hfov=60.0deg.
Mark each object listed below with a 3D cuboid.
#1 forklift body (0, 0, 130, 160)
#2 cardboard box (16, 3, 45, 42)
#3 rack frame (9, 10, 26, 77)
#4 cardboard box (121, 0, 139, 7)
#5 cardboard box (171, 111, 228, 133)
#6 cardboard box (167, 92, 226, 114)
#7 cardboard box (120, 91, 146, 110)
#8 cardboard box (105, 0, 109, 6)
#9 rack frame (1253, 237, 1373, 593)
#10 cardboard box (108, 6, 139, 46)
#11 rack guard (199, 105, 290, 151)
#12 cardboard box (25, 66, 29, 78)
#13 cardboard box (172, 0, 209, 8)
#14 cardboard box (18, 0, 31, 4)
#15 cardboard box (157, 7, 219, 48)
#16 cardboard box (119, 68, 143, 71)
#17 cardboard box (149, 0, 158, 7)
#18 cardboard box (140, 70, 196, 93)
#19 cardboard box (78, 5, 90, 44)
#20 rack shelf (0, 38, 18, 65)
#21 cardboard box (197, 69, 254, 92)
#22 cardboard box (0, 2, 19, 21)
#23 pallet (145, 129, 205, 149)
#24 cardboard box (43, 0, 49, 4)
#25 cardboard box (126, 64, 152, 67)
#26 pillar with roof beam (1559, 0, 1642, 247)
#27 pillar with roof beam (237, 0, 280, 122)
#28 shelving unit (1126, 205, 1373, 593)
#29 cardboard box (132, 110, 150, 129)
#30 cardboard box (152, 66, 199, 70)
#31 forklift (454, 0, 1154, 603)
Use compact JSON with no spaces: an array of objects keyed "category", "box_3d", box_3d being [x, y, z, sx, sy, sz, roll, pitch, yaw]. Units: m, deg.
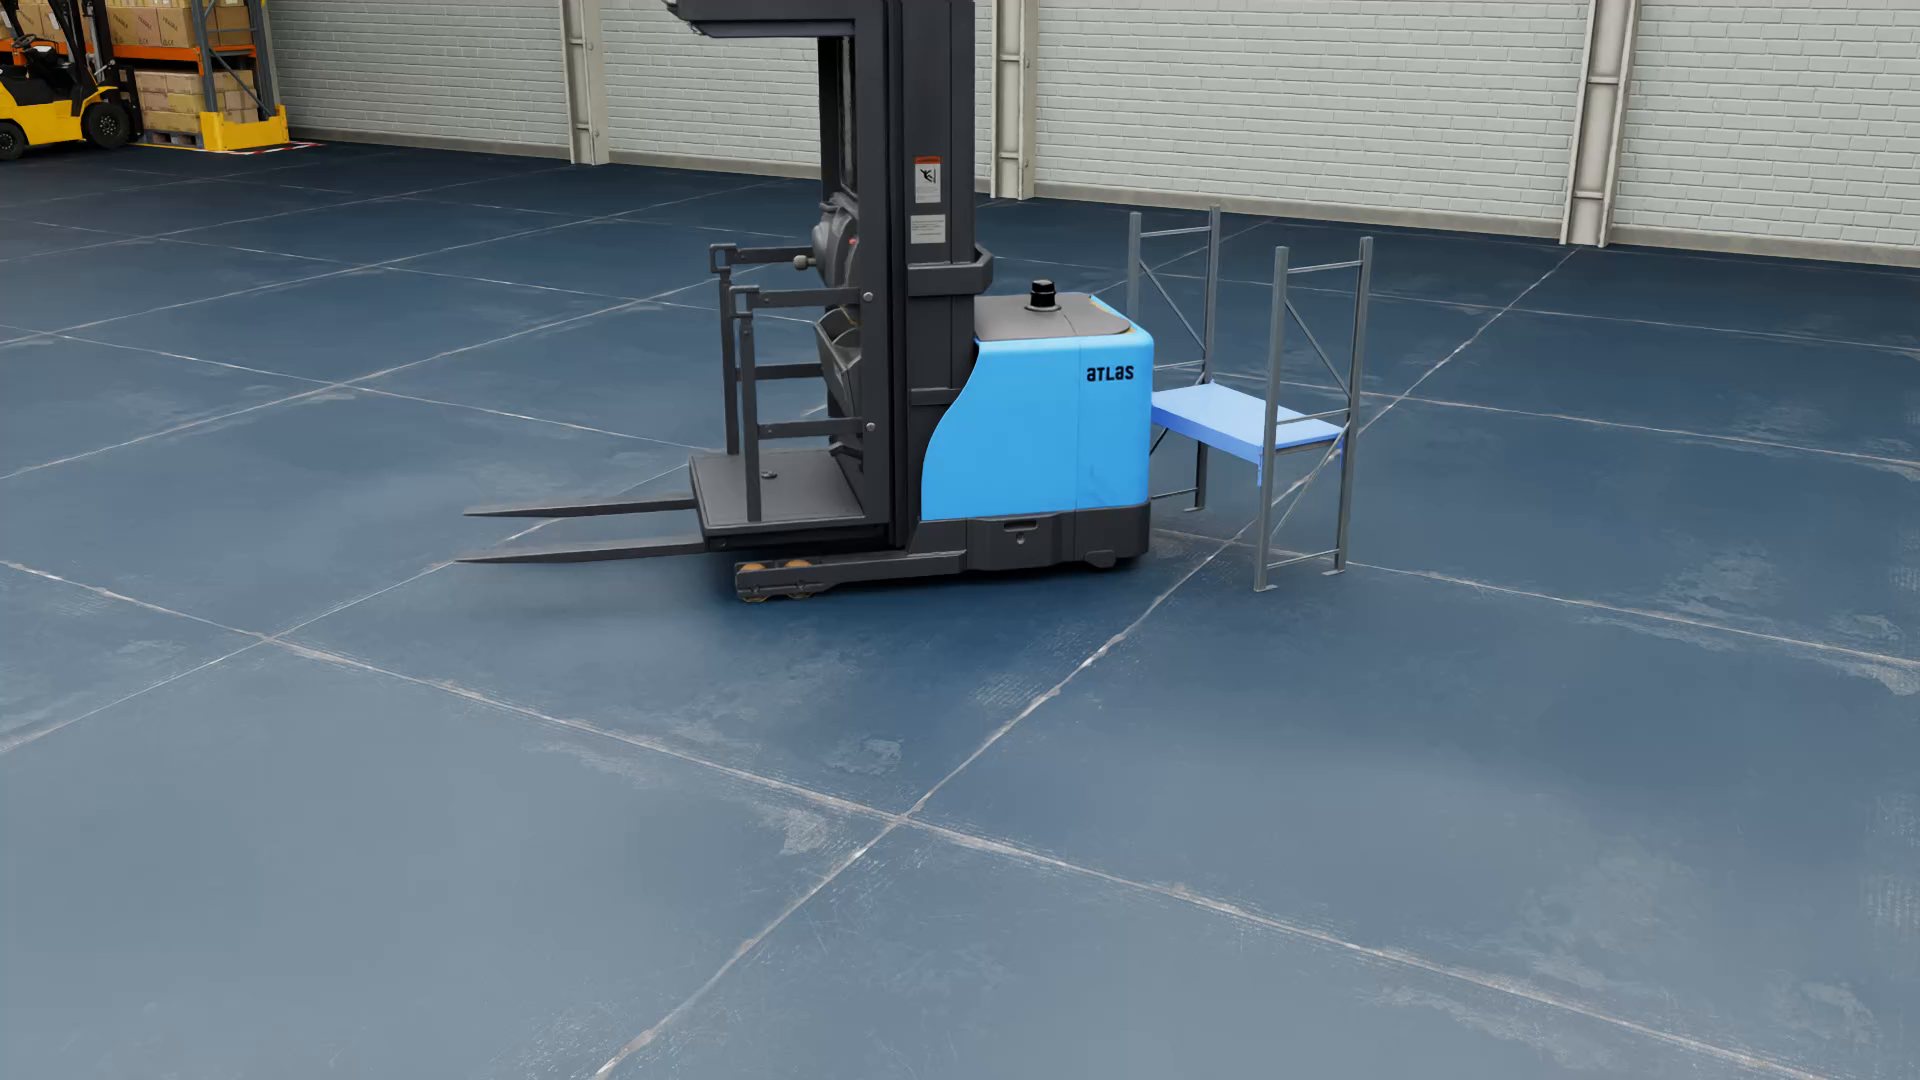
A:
[{"category":"forklift body","box_3d":[-12.275,-6.159,21.689,1.214,2.155,2.313,11,23,27]},{"category":"cardboard box","box_3d":[-12.962,-7.346,23.571,0.500,0.500,0.500,10,22,26]},{"category":"rack frame","box_3d":[-13.222,-7.451,24.006,0.127,3.000,1.000,11,23,27]},{"category":"cardboard box","box_3d":[-11.070,-7.282,22.442,0.250,0.149,0.380,10,22,26]},{"category":"cardboard box","box_3d":[-10.294,-5.674,22.525,0.500,0.250,0.500,11,23,28]},{"category":"cardboard box","box_3d":[-10.307,-5.913,22.451,0.500,0.250,0.500,10,22,27]},{"category":"cardboard box","box_3d":[-11.201,-6.079,22.909,0.500,0.250,0.500,10,22,26]},{"category":"cardboard box","box_3d":[-11.475,-7.386,22.730,0.250,0.149,0.380,11,22,27]},{"category":"rack frame","box_3d":[1.504,-0.522,7.104,0.500,1.500,0.032,-11,23,-28]},{"category":"cardboard box","box_3d":[-11.183,-7.010,22.645,0.500,0.500,0.500,10,22,26]},{"category":"rack guard","box_3d":[-9.709,-5.606,22.587,0.348,0.500,1.175,11,23,27]},{"category":"cardboard box","box_3d":[-12.952,-6.652,23.753,0.500,0.250,0.500,10,22,26]},{"category":"cardboard box","box_3d":[-10.169,-7.112,21.973,0.250,0.149,0.380,11,23,28]},{"category":"cardboard box","box_3d":[-13.072,-7.671,23.516,0.250,0.149,0.380,10,22,26]},{"category":"cardboard box","box_3d":[-10.287,-6.836,22.165,0.500,0.500,0.500,10,22,26]},{"category":"cardboard box","box_3d":[-11.616,-6.395,23.045,0.500,0.250,0.500,10,22,26]},{"category":"cardboard box","box_3d":[-10.603,-7.207,22.235,0.250,0.149,0.380,11,23,28]},{"category":"cardboard box","box_3d":[-10.732,-6.227,22.583,0.500,0.250,0.500,11,23,28]},{"category":"cardboard box","box_3d":[-12.056,-7.180,23.115,0.500,0.500,0.500,11,22,27]},{"category":"rack shelf","box_3d":[-14.968,-7.445,25.045,4.000,0.370,1.077,11,23,27]},{"category":"cardboard box","box_3d":[-10.057,-6.296,22.774,0.500,0.250,0.500,10,22,26]},{"category":"cardboard box","box_3d":[-13.775,-7.621,23.961,0.500,0.250,0.500,10,22,26]},{"category":"pallet","box_3d":[-10.418,-5.589,22.964,1.213,0.211,1.003,11,23,27]},{"category":"cardboard box","box_3d":[-12.604,-7.594,23.302,0.250,0.149,0.380,11,23,27]},{"category":"cardboard box","box_3d":[-11.813,-6.633,23.703,0.500,0.250,0.500,11,23,28]},{"category":"pillar with roof beam","box_3d":[3.717,-5.715,10.423,0.400,9.000,9.100,11,23,27]},{"category":"pillar with roof beam","box_3d":[-11.997,-8.708,18.675,0.400,9.000,9.100,11,23,27]},{"category":"shelving unit","box_3d":[1.251,-0.672,7.518,0.538,1.500,1.048,-11,23,-28]},{"category":"cardboard box","box_3d":[-11.156,-5.846,22.998,0.500,0.250,0.500,11,23,28]},{"category":"cardboard box","box_3d":[-10.926,-6.465,23.239,0.500,0.250,0.500,11,22,27]},{"category":"forklift","box_3d":[-0.717,-1.305,7.164,3.031,2.935,1.130,-4,20,-12]}]
